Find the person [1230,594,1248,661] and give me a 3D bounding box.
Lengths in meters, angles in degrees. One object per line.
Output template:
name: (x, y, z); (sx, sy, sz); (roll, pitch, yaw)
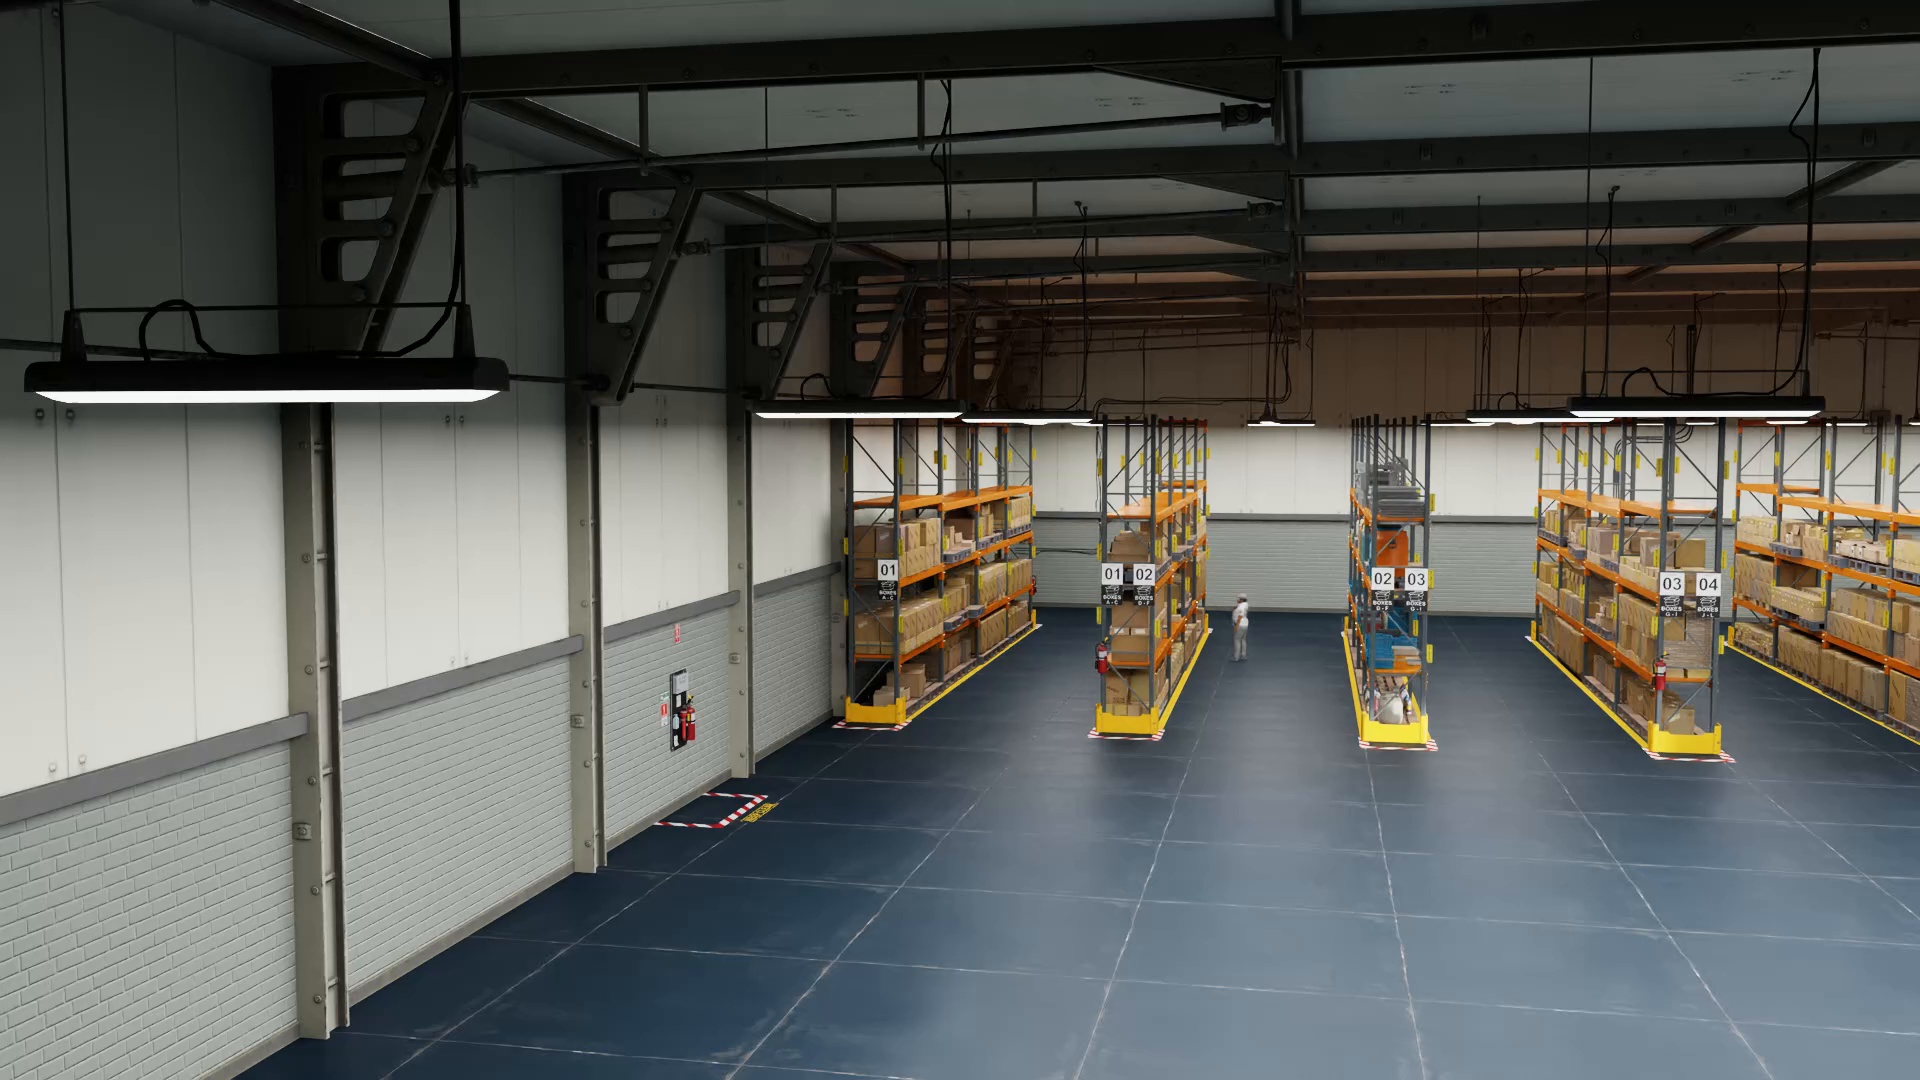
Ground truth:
person: (6.922, 2.156, 41.207); (0.398, 1.669, 0.503); (2, 4, 27)
